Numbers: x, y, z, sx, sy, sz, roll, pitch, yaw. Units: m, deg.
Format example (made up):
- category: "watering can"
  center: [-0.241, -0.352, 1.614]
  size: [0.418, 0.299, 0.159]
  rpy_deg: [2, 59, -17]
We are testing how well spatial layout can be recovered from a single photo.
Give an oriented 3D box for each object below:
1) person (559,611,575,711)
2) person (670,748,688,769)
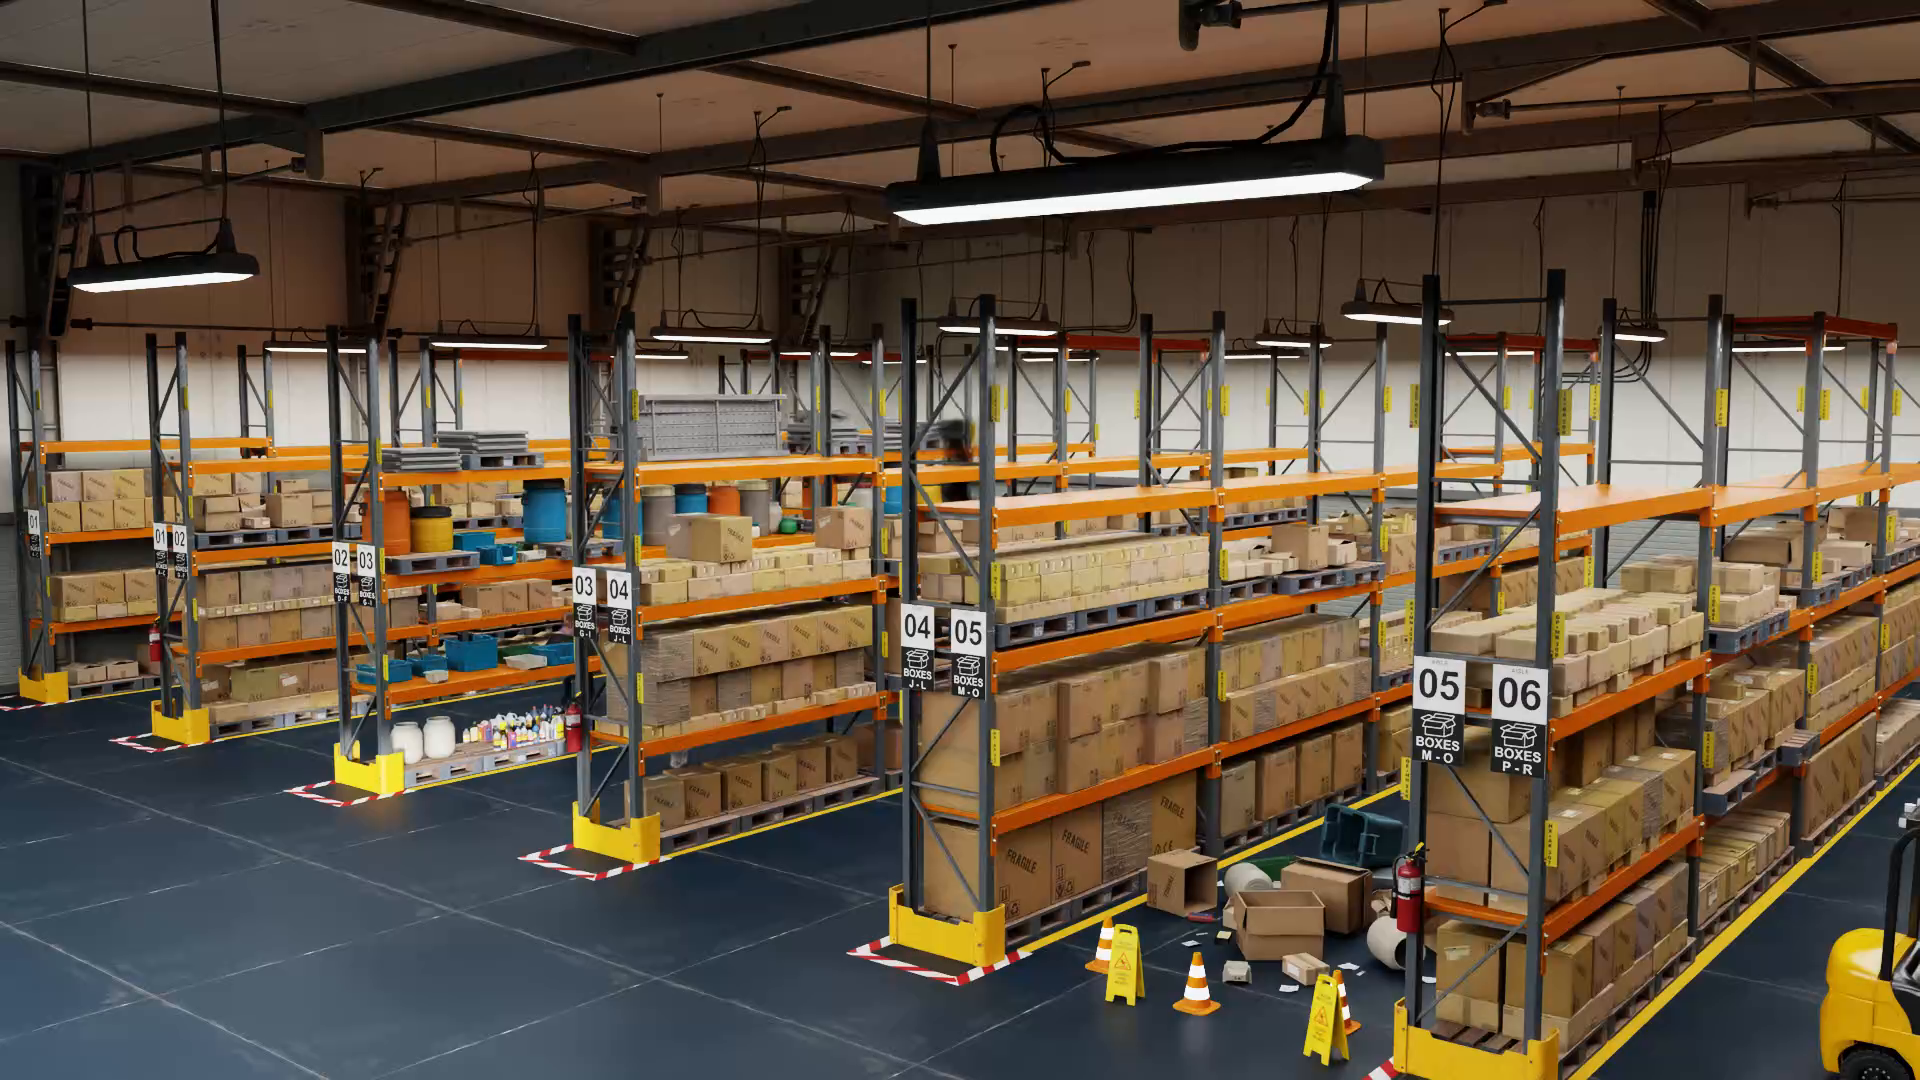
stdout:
- category: "person"
  center: [-6.217, 1.946, 26.727]
  size: [0.507, 1.626, 0.824]
  rpy_deg: [3, 6, 34]
- category: "person"
  center: [-3.844, 2.339, 22.445]
  size: [0.603, 1.640, 0.944]
  rpy_deg: [2, 5, 16]
